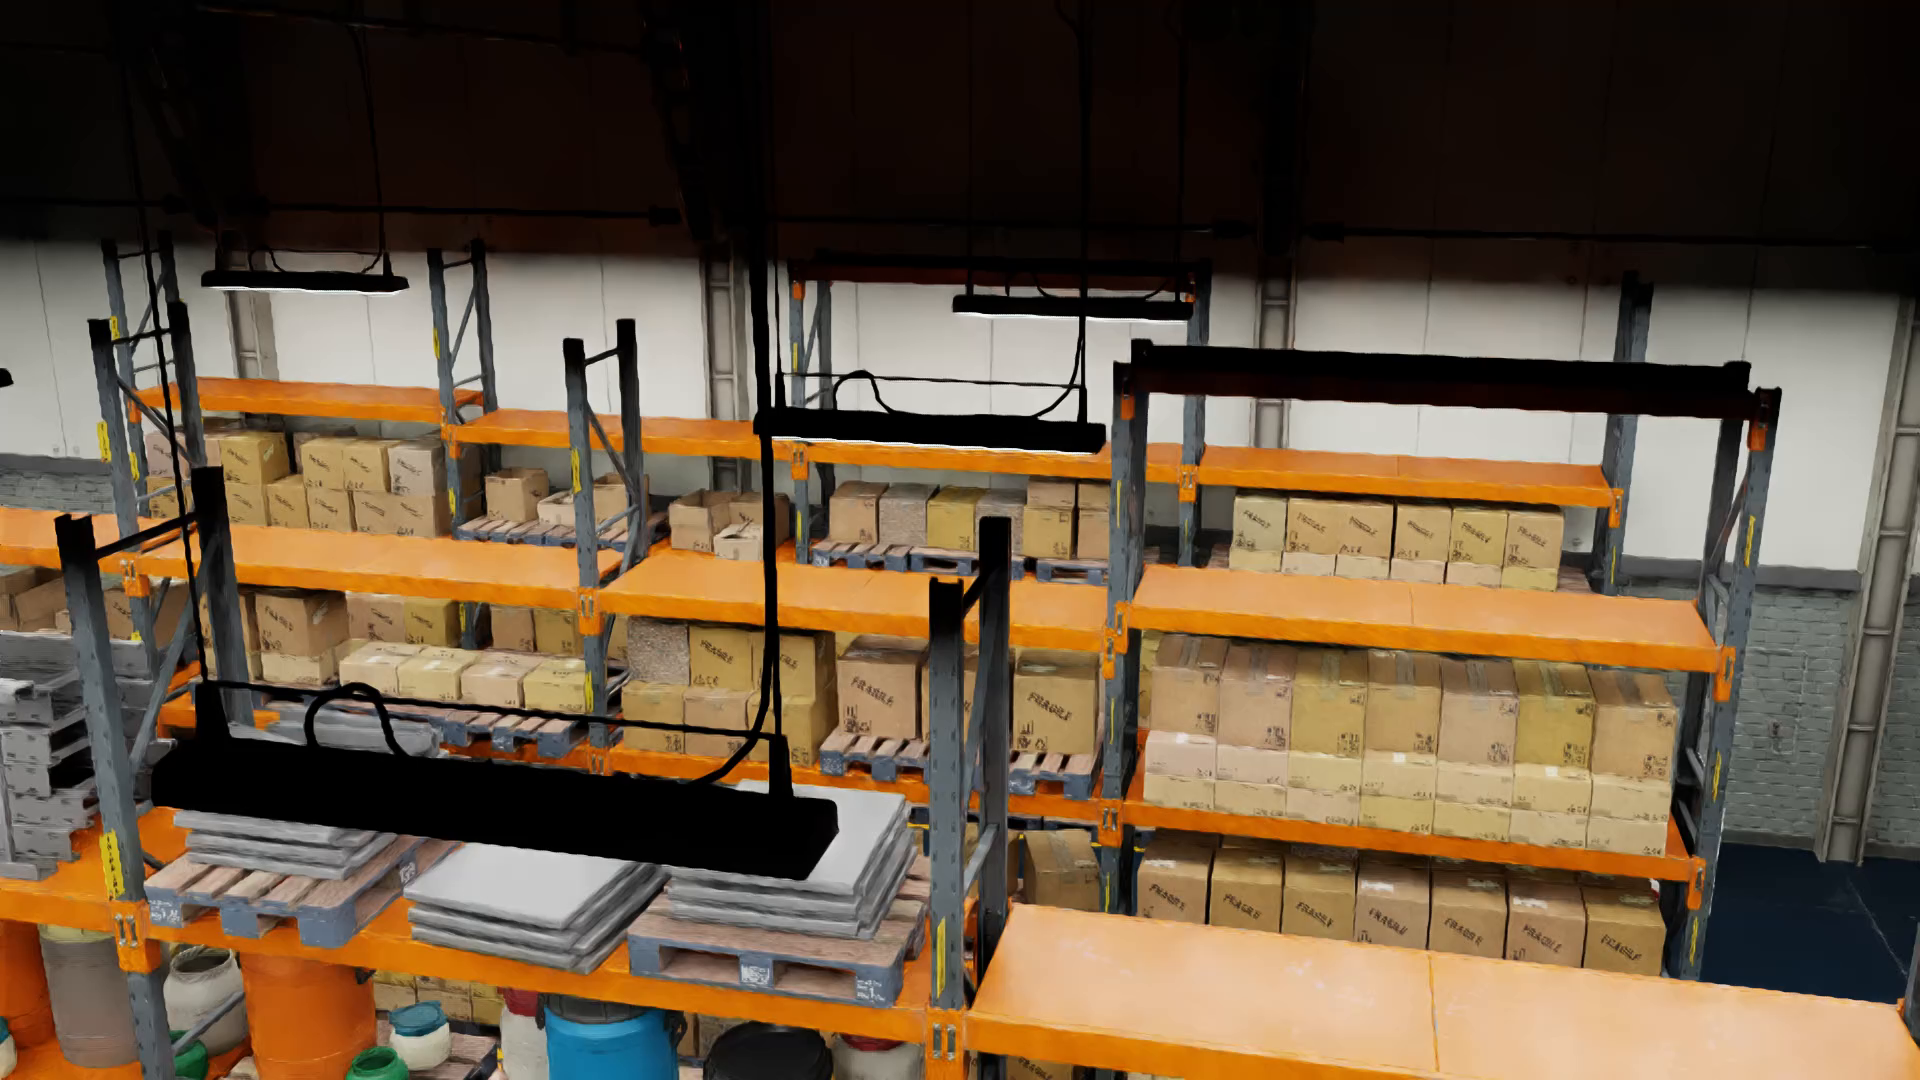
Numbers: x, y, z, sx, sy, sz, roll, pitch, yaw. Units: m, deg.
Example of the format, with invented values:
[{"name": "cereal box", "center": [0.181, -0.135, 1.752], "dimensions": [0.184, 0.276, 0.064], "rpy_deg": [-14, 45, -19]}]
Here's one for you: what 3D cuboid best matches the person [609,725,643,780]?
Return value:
[{"name": "person", "center": [-3.470, 2.290, 17.586], "dimensions": [0.596, 1.636, 0.386], "rpy_deg": [-3, 17, -10]}]
